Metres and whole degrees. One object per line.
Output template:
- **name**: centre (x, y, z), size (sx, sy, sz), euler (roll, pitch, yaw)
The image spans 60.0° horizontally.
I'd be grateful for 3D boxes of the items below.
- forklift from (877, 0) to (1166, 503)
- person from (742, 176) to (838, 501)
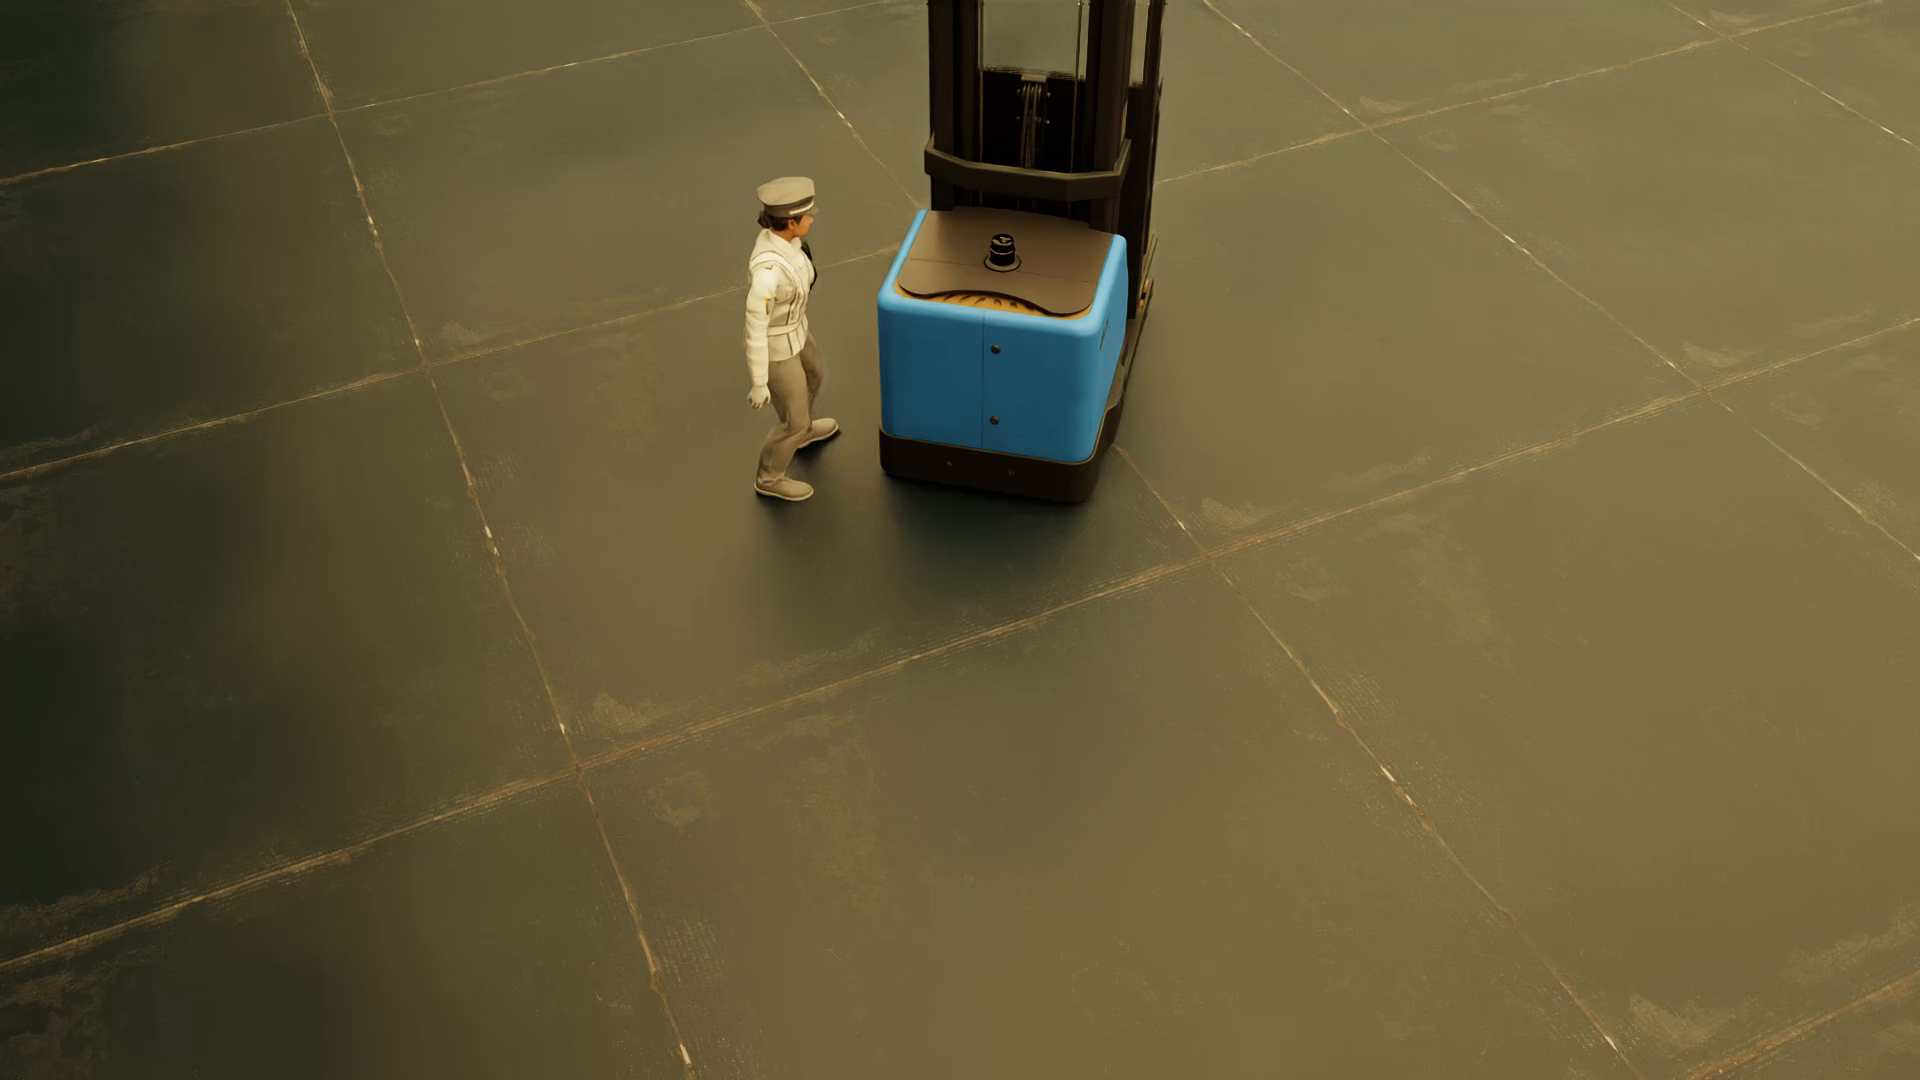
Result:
- **forklift**: centre (0.450, -2.268, 8.110), size (1.130, 2.935, 3.031), euler (9, 44, 10)
- **person**: centre (-0.799, -0.916, 7.621), size (0.382, 1.639, 0.788), euler (2, 43, 2)
